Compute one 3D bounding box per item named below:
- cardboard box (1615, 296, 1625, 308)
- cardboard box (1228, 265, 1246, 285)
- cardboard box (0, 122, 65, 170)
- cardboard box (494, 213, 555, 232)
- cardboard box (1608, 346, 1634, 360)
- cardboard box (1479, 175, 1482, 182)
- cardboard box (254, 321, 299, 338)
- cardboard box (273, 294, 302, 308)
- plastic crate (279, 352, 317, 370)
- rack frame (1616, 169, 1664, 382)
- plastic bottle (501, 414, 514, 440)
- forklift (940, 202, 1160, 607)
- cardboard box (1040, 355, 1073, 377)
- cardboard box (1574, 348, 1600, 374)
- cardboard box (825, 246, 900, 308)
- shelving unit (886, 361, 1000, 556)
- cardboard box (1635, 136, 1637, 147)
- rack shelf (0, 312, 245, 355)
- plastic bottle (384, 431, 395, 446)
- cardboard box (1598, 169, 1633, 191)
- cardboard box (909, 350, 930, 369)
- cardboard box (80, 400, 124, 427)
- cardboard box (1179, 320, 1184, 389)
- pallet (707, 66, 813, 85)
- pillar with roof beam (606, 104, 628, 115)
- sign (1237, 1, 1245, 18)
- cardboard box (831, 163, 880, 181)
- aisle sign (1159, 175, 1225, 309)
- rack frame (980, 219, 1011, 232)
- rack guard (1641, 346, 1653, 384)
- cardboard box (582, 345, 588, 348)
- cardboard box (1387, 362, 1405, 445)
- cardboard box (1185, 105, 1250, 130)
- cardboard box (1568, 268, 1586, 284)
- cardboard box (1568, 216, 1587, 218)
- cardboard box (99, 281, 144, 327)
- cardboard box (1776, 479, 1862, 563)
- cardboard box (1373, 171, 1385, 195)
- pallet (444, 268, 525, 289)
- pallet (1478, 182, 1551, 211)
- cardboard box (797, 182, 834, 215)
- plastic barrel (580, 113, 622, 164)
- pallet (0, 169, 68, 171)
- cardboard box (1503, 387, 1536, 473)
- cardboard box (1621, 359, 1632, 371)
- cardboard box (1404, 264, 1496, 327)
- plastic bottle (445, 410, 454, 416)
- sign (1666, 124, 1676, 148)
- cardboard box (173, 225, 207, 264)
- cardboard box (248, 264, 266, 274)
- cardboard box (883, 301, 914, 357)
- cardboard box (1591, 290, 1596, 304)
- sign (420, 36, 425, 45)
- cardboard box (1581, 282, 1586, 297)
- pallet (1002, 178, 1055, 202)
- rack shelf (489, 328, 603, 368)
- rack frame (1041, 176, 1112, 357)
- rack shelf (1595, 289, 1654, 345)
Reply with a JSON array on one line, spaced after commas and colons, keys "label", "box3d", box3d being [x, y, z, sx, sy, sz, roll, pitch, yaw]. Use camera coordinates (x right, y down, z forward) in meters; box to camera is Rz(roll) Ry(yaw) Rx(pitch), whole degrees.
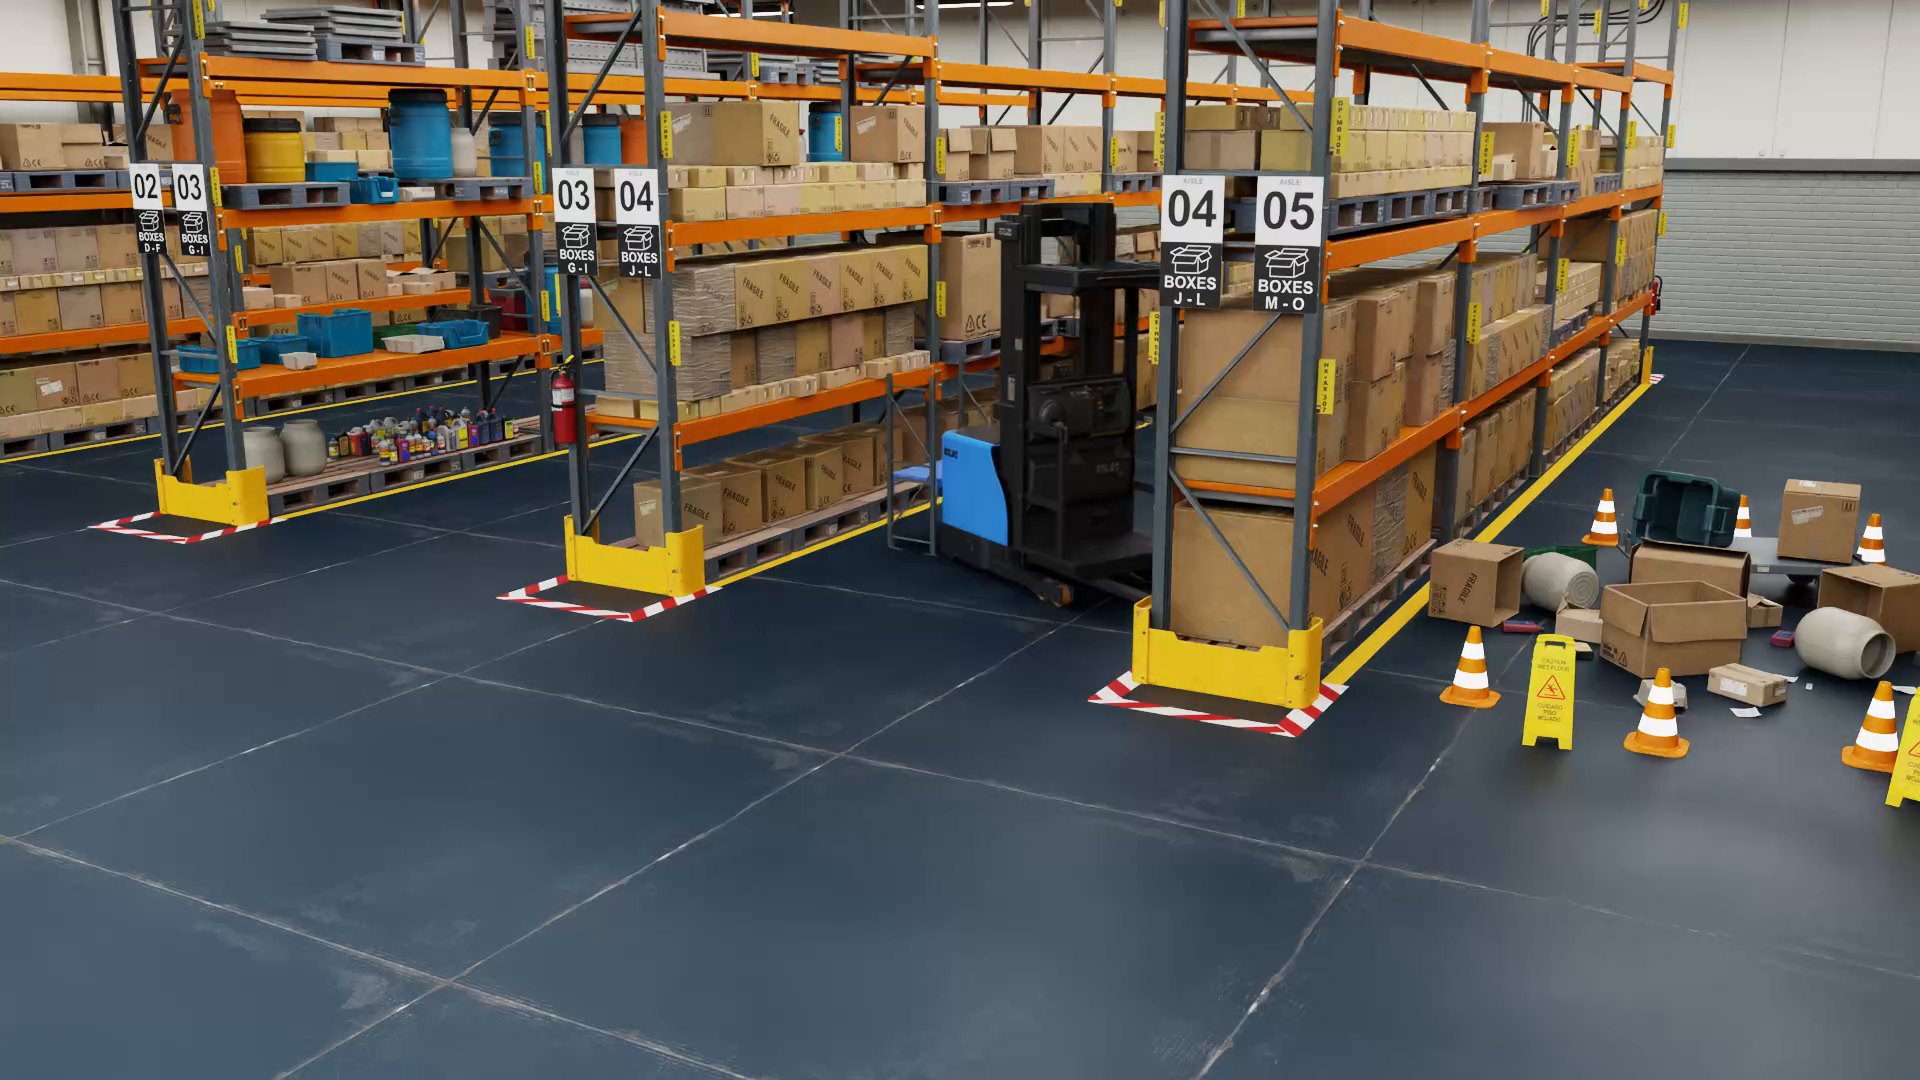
[{"label": "cardboard box", "box3d": [8.380, -3.101, 21.533, 0.380, 0.149, 0.250, 8, 16, 29]}, {"label": "cardboard box", "box3d": [3.662, -3.702, 23.174, 0.500, 0.250, 0.500, 7, 15, 27]}, {"label": "cardboard box", "box3d": [-10.224, -4.314, 18.217, 0.500, 0.500, 0.500, 7, 15, 28]}, {"label": "cardboard box", "box3d": [-8.449, -5.957, 32.204, 0.980, 0.700, 0.700, 7, 15, 28]}, {"label": "cardboard box", "box3d": [8.950, -2.552, 22.635, 0.380, 0.149, 0.250, 8, 16, 30]}, {"label": "cardboard box", "box3d": [4.141, -3.081, 13.690, 0.258, 0.266, 0.396, 7, 15, 27]}, {"label": "cardboard box", "box3d": [-11.266, -3.722, 27.261, 0.750, 0.750, 0.750, 7, 15, 27]}, {"label": "cardboard box", "box3d": [-8.725, -3.082, 21.453, 0.380, 0.149, 0.250, 7, 15, 28]}, {"label": "plastic crate", "box3d": [-6.217, -1.682, 15.672, 0.298, 0.136, 0.250, 7, 15, 28]}, {"label": "rack frame", "box3d": [9.432, -3.802, 23.902, 1.000, 3.000, 0.127, 7, 15, 28]}, {"label": "plastic bottle", "box3d": [-4.942, -1.241, 18.137, 0.061, 0.283, 0.133, 8, 16, 31]}, {"label": "forklift", "box3d": [1.035, -1.048, 12.626, 1.130, 2.935, 3.031, -8, 16, -31]}, {"label": "cardboard box", "box3d": [0.974, -1.965, 19.080, 0.500, 0.250, 0.500, 8, 16, 30]}, {"label": "cardboard box", "box3d": [7.360, -2.153, 19.901, 0.500, 0.250, 0.500, 7, 15, 27]}, {"label": "cardboard box", "box3d": [-0.879, -2.375, 15.005, 0.500, 0.500, 0.500, 7, 15, 28]}, {"label": "shelving unit", "box3d": [-0.106, -0.727, 14.348, 0.538, 1.500, 1.048, 10, 17, 35]}, {"label": "cardboard box", "box3d": [8.356, -5.049, 21.078, 0.380, 0.149, 0.250, 7, 15, 26]}, {"label": "rack shelf", "box3d": [-10.299, -2.285, 19.148, 1.077, 0.370, 4.000, 7, 15, 28]}, {"label": "plastic bottle", "box3d": [-6.011, -1.050, 17.519, 0.097, 0.201, 0.097, 0, 14, 0]}, {"label": "cardboard box", "box3d": [7.953, -4.431, 20.434, 0.500, 0.250, 0.500, 8, 16, 31]}, {"label": "cardboard box", "box3d": [-0.509, -1.723, 15.815, 0.380, 0.149, 0.250, 7, 15, 28]}, {"label": "cardboard box", "box3d": [-10.085, -1.485, 19.262, 0.500, 0.250, 0.500, 7, 15, 28]}, {"label": "cardboard box", "box3d": [2.482, -2.418, 21.800, 1.225, 0.875, 0.875, 7, 15, 26]}, {"label": "pallet", "box3d": [-2.689, -6.079, 21.804, 1.213, 0.211, 1.003, 7, 15, 28]}, {"label": "pillar with roof beam", "box3d": [-3.553, -9.148, 33.280, 9.100, 9.000, 0.548, 7, 15, 28]}, {"label": "sign", "box3d": [3.686, -6.914, 21.848, 0.100, 0.325, 0.005, 7, 15, 28]}, {"label": "cardboard box", "box3d": [-0.932, -3.237, 14.628, 0.380, 0.149, 0.250, 7, 15, 26]}, {"label": "aisle sign", "box3d": [1.400, -1.802, 10.062, 0.394, 0.787, 0.004, 7, 15, 28]}, {"label": "rack frame", "box3d": [0.803, -4.945, 28.647, 1.000, 3.000, 0.127, 7, 15, 28]}, {"label": "rack guard", "box3d": [9.395, -2.571, 24.130, 1.175, 0.500, 0.348, 7, 15, 28]}, {"label": "cardboard box", "box3d": [-6.186, -3.244, 25.983, 0.500, 0.500, 0.500, 7, 15, 26]}, {"label": "cardboard box", "box3d": [2.684, -1.002, 11.972, 0.875, 0.550, 0.500, 7, 15, 28]}, {"label": "cardboard box", "box3d": [1.563, -2.603, 10.255, 0.380, 0.149, 0.250, 8, 15, 29]}, {"label": "cardboard box", "box3d": [6.971, -3.036, 19.096, 0.380, 0.149, 0.250, 7, 15, 26]}, {"label": "cardboard box", "box3d": [7.734, -3.894, 21.304, 0.500, 0.500, 0.500, 7, 15, 26]}, {"label": "cardboard box", "box3d": [-10.036, -2.791, 19.496, 0.700, 0.500, 0.500, 8, 16, 29]}, {"label": "cardboard box", "box3d": [6.440, -0.148, 12.465, 0.500, 0.500, 0.500, 7, 15, 28]}, {"label": "cardboard box", "box3d": [2.510, -2.298, 10.690, 0.380, 0.149, 0.250, 8, 15, 28]}, {"label": "pallet", "box3d": [-7.132, -3.920, 24.802, 1.213, 0.211, 1.003, 7, 15, 28]}, {"label": "pallet", "box3d": [4.762, -3.159, 15.238, 1.003, 0.211, 1.213, 8, 16, 31]}, {"label": "cardboard box", "box3d": [-1.403, -2.872, 13.964, 0.500, 0.250, 0.500, 8, 16, 30]}, {"label": "plastic barrel", "box3d": [-4.310, -4.583, 19.672, 0.600, 0.901, 0.708, 7, 15, 28]}, {"label": "pallet", "box3d": [-13.279, -5.087, 23.236, 1.213, 0.211, 1.003, 7, 15, 28]}, {"label": "cardboard box", "box3d": [5.191, -1.156, 16.832, 1.050, 0.750, 0.750, 7, 15, 27]}, {"label": "cardboard box", "box3d": [8.938, -2.409, 22.679, 0.380, 0.149, 0.250, 8, 16, 29]}, {"label": "cardboard box", "box3d": [4.357, -2.186, 14.855, 0.700, 0.500, 0.500, 8, 15, 28]}, {"label": "plastic bottle", "box3d": [-5.668, -1.288, 18.349, 0.152, 0.276, 0.135, 8, 16, 30]}, {"label": "sign", "box3d": [9.908, -5.623, 23.169, 0.100, 0.325, 0.005, 7, 15, 28]}, {"label": "cardboard box", "box3d": [-9.541, -3.633, 20.221, 0.700, 0.500, 0.500, 7, 15, 28]}, {"label": "cardboard box", "box3d": [-11.375, -4.355, 26.693, 0.380, 0.149, 0.250, 7, 15, 27]}, {"label": "cardboard box", "box3d": [-0.934, -2.030, 15.706, 0.875, 0.500, 0.500, 7, 15, 28]}, {"label": "cardboard box", "box3d": [7.355, -2.906, 19.826, 0.380, 0.149, 0.250, 7, 15, 28]}, {"label": "sign", "box3d": [-9.322, -8.597, 28.832, 0.100, 0.325, 0.005, 7, 15, 28]}, {"label": "cardboard box", "box3d": [6.975, -2.889, 19.122, 0.380, 0.149, 0.250, 6, 15, 25]}, {"label": "pallet", "box3d": [0.228, -3.617, 17.137, 1.213, 0.211, 1.003, 7, 15, 28]}, {"label": "rack shelf", "box3d": [-4.031, -2.544, 20.221, 1.077, 0.370, 4.000, 7, 15, 28]}, {"label": "rack frame", "box3d": [1.272, -2.743, 19.511, 1.000, 3.000, 0.127, 7, 15, 28]}, {"label": "rack shelf", "box3d": [8.465, -3.041, 22.284, 1.077, 0.370, 4.000, 7, 15, 28]}]
